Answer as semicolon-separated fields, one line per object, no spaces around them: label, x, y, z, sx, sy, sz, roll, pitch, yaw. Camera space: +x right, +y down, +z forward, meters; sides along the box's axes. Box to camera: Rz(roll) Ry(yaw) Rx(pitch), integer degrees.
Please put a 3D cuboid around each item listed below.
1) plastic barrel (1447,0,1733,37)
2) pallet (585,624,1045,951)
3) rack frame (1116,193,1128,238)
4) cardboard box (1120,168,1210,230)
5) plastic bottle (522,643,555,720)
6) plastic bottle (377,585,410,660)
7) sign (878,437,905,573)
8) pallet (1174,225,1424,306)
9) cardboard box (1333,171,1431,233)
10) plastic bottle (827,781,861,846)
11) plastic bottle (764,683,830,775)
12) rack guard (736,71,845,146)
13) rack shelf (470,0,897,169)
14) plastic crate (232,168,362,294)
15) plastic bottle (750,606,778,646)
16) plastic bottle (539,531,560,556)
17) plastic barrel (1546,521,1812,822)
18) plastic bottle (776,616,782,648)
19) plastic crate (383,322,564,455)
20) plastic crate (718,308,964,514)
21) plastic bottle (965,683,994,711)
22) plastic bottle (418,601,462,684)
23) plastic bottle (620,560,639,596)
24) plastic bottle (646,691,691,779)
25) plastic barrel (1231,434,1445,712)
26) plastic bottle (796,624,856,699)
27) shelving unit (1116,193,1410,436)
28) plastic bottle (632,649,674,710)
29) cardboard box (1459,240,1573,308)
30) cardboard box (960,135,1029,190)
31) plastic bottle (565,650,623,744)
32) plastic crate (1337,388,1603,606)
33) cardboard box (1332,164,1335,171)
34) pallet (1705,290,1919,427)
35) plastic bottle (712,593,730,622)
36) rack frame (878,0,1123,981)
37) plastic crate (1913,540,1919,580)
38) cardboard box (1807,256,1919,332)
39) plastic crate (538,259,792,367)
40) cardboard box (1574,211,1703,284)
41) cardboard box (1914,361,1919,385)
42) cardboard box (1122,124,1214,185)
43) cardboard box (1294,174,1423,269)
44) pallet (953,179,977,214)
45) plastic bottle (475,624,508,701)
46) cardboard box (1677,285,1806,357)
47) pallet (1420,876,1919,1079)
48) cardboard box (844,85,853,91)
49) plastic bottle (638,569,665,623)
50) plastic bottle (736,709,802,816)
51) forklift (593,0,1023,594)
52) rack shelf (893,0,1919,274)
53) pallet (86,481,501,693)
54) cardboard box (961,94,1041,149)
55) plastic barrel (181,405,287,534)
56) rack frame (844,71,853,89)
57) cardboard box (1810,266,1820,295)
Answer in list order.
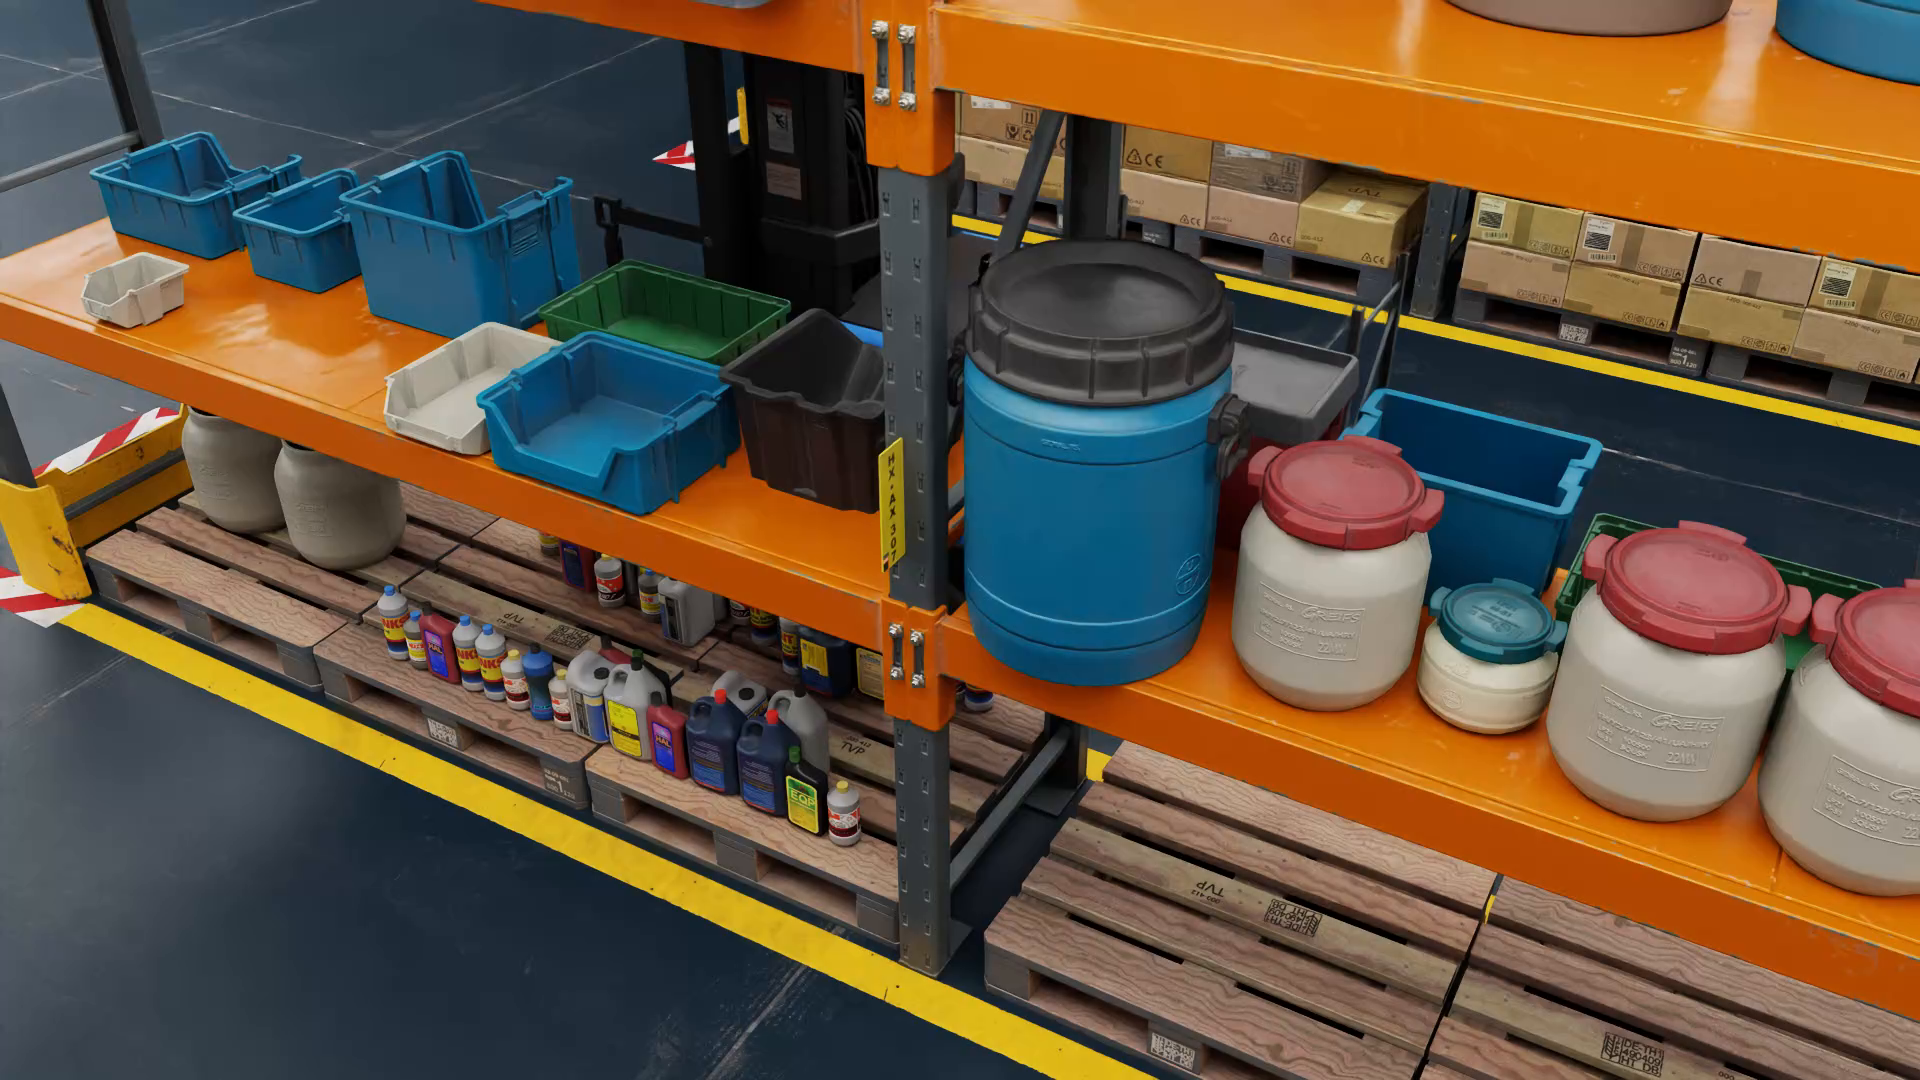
plastic barrel;1.240;-1.468;3.090;0.600;0.901;0.600;0;34;0
pallet;-0.439;0.730;5.464;1.213;0.211;1.003;18;37;24
rack frame;0.458;-0.479;6.117;0.032;1.500;0.500;18;37;24
cardboard box;1.202;-1.934;9.050;0.500;0.250;0.500;18;37;24
plastic bottle;-1.370;0.452;5.429;0.097;0.271;0.097;0;34;0
plastic bottle;-1.930;0.275;5.696;0.097;0.271;0.097;0;34;0
sign;-0.160;-0.080;3.914;0.005;0.325;0.100;18;37;24
pallet;1.914;-1.687;9.093;1.213;0.211;1.003;18;37;24
cardboard box;2.332;-1.913;9.018;0.500;0.250;0.500;18;37;24
plastic bottle;-0.347;0.806;4.962;0.097;0.201;0.097;0;34;0
plastic bottle;-0.508;0.585;5.158;0.185;0.351;0.144;18;37;24
rack guard;-0.910;-2.675;10.316;0.348;0.500;1.175;18;37;24
rack shelf;-1.613;-1.725;4.578;4.000;0.370;1.077;18;37;24
plastic crate;-2.206;-1.089;5.814;0.408;0.251;0.499;18;37;24
plastic bottle;-0.682;0.230;5.763;0.097;0.271;0.097;0;34;0
plastic bottle;-1.538;-0.051;6.247;0.097;0.201;0.097;0;34;0
plastic barrel;1.482;0.288;3.489;0.433;0.535;0.433;0;34;0
plastic bottle;-0.536;0.220;5.707;0.185;0.351;0.144;16;37;22
plastic crate;-1.413;-0.441;4.944;0.437;0.136;0.530;18;37;24
plastic crate;-0.268;-0.406;4.709;0.504;0.338;0.767;18;37;24
plastic bottle;0.064;0.428;5.466;0.097;0.271;0.097;0;34;0
plastic bottle;-1.743;0.341;5.586;0.133;0.283;0.061;18;38;25
plastic bottle;-1.212;0.039;6.046;0.135;0.276;0.152;17;37;23
plastic bottle;-0.908;0.605;5.189;0.133;0.283;0.061;20;39;27
plastic barrel;0.845;0.086;3.792;0.433;0.535;0.433;0;34;0
plastic bottle;-0.444;0.341;5.525;0.185;0.351;0.144;18;37;24
shelving unit;0.907;-0.337;5.903;1.083;1.500;0.587;18;37;24
plastic bottle;-0.998;0.485;5.369;0.133;0.283;0.061;18;37;24
cardboard box;2.811;-1.409;8.262;0.500;0.250;0.500;17;37;23
cardboard box;0.336;-2.211;9.466;0.500;0.250;0.500;18;37;24
plastic bottle;-1.165;0.498;5.357;0.135;0.276;0.152;18;38;25
plastic crate;1.235;-0.066;4.157;0.575;0.384;0.392;18;37;24
cardboard box;1.899;-2.363;9.018;0.500;0.500;0.500;18;37;24
pallet;4.306;-0.929;7.955;1.213;0.211;1.003;18;37;24
plastic bottle;-0.905;0.103;5.883;0.185;0.351;0.144;17;37;24
rack frame;0.123;-0.226;4.384;0.127;3.000;1.000;18;37;24
plastic crate;2.345;0.255;3.602;0.583;0.464;0.402;18;37;24
cardboard box;4.155;-1.217;7.467;0.500;0.311;0.500;19;38;26
plastic crate;-0.916;-0.647;5.207;0.662;0.188;0.450;18;37;24
cardboard box;3.251;-1.499;7.891;0.500;0.311;0.500;17;37;24
cardboard box;4.595;-0.846;7.416;0.500;0.250;0.500;18;38;25
cardboard box;1.209;-2.253;8.852;0.500;0.500;0.500;18;37;24
cardboard box;2.073;-1.662;8.641;0.500;0.250;0.500;18;37;24
pallet;-0.204;-2.358;10.101;1.213;0.211;1.003;18;37;24
plastic bottle;-1.546;0.396;5.513;0.097;0.271;0.097;0;34;0
cardboard box;3.705;-1.127;7.838;0.500;0.250;0.500;16;37;23
pallet;1.887;1.467;4.357;1.213;0.211;1.003;18;37;24
cardboard box;-0.534;-2.485;9.877;0.500;0.250;0.500;18;37;24
plastic bottle;-1.088;0.184;5.895;0.097;0.201;0.097;0;34;0
plastic bottle;-0.579;0.655;5.053;0.185;0.351;0.144;17;37;23
forklift;-0.844;-1.538;6.416;3.031;2.935;1.130;18;37;24
rack shelf;1.859;-0.625;2.926;4.000;0.370;1.077;18;37;24
pallet;-2.558;0.059;6.472;1.213;0.211;1.003;18;37;24
cardboard box;0.342;-2.529;9.267;0.500;0.500;0.500;18;37;24
plastic barrel;-2.741;-0.321;6.392;0.421;0.512;0.421;0;34;0
rack frame;-0.889;-3.709;9.614;0.127;3.000;1.000;18;37;24
cardboard box;4.412;-1.244;8.013;0.500;0.250;0.500;18;38;25
